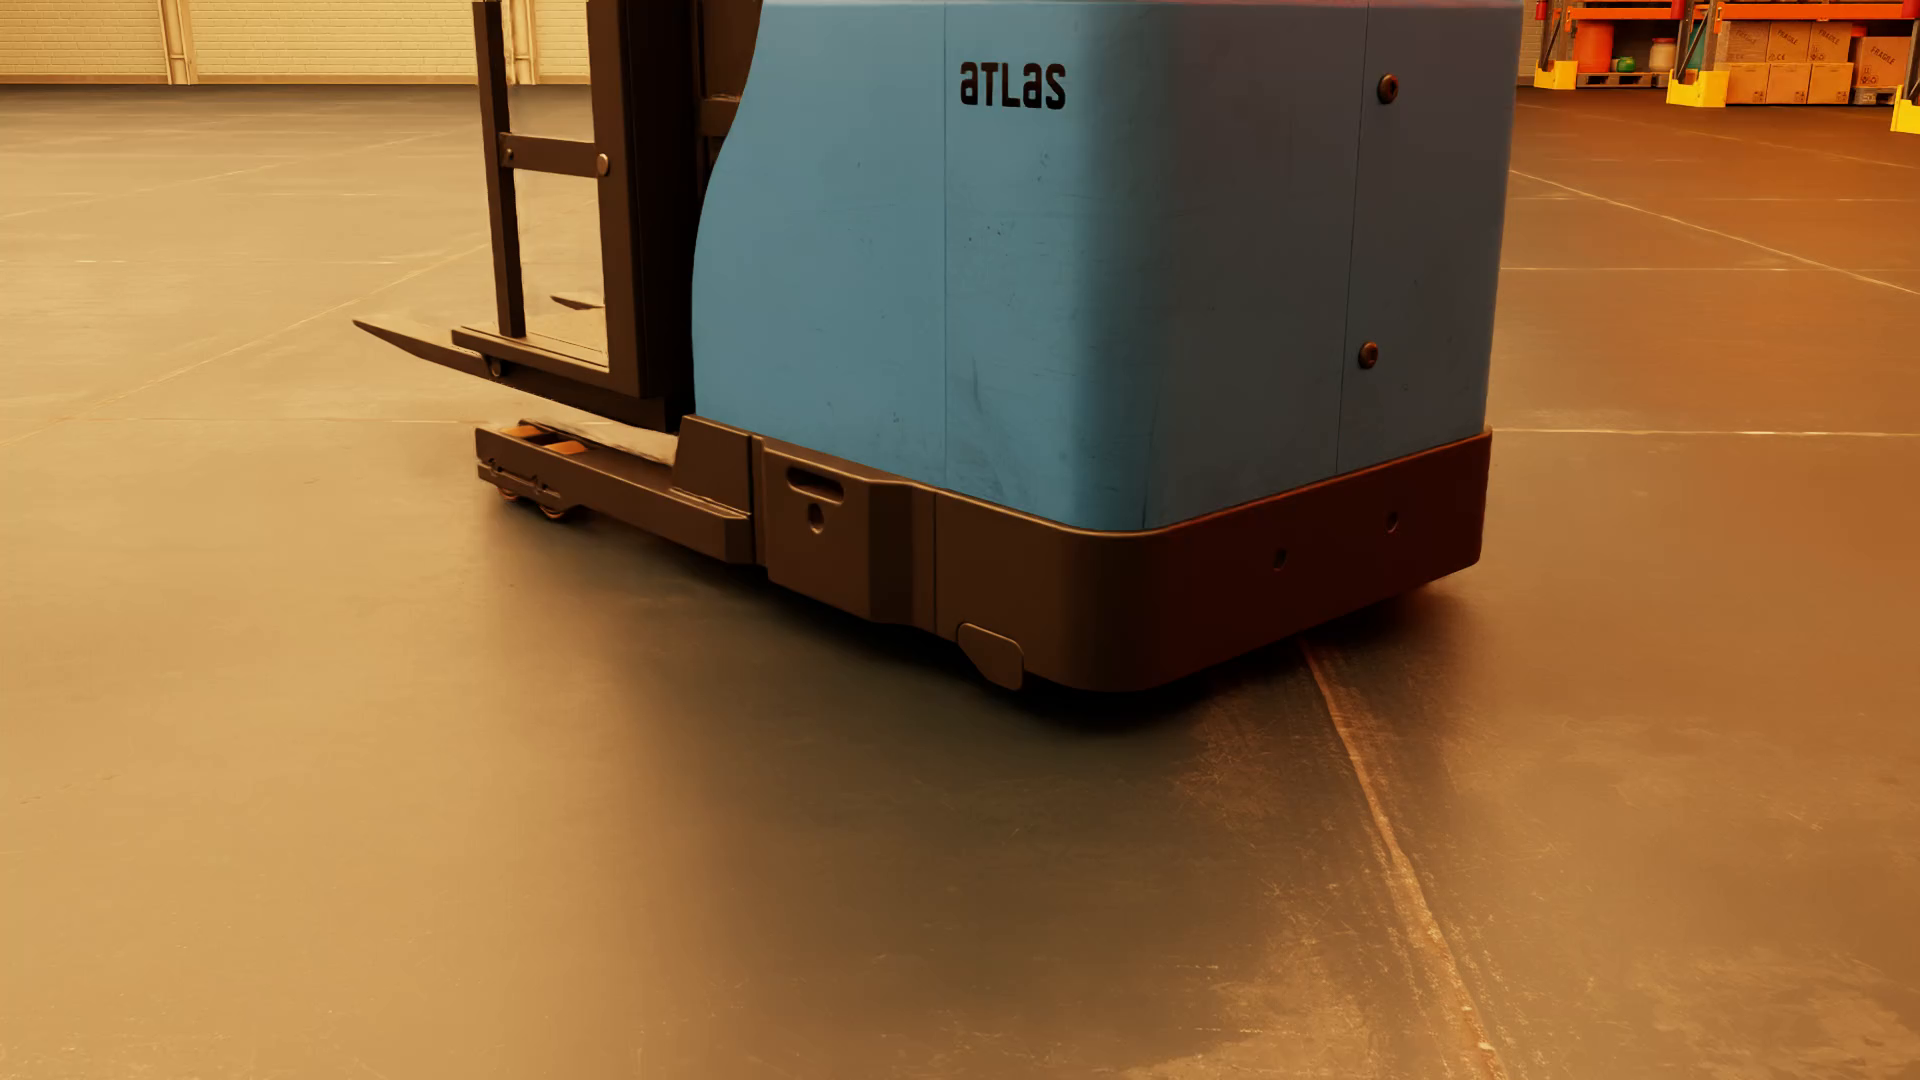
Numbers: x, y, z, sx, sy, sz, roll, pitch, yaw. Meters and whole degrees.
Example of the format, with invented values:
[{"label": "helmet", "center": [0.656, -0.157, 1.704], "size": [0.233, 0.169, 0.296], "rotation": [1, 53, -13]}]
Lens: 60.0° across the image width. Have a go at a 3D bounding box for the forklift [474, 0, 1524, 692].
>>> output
[{"label": "forklift", "center": [-0.413, -1.533, 3.365], "size": [1.130, 2.935, 3.031], "rotation": [-15, 23, -40]}]
